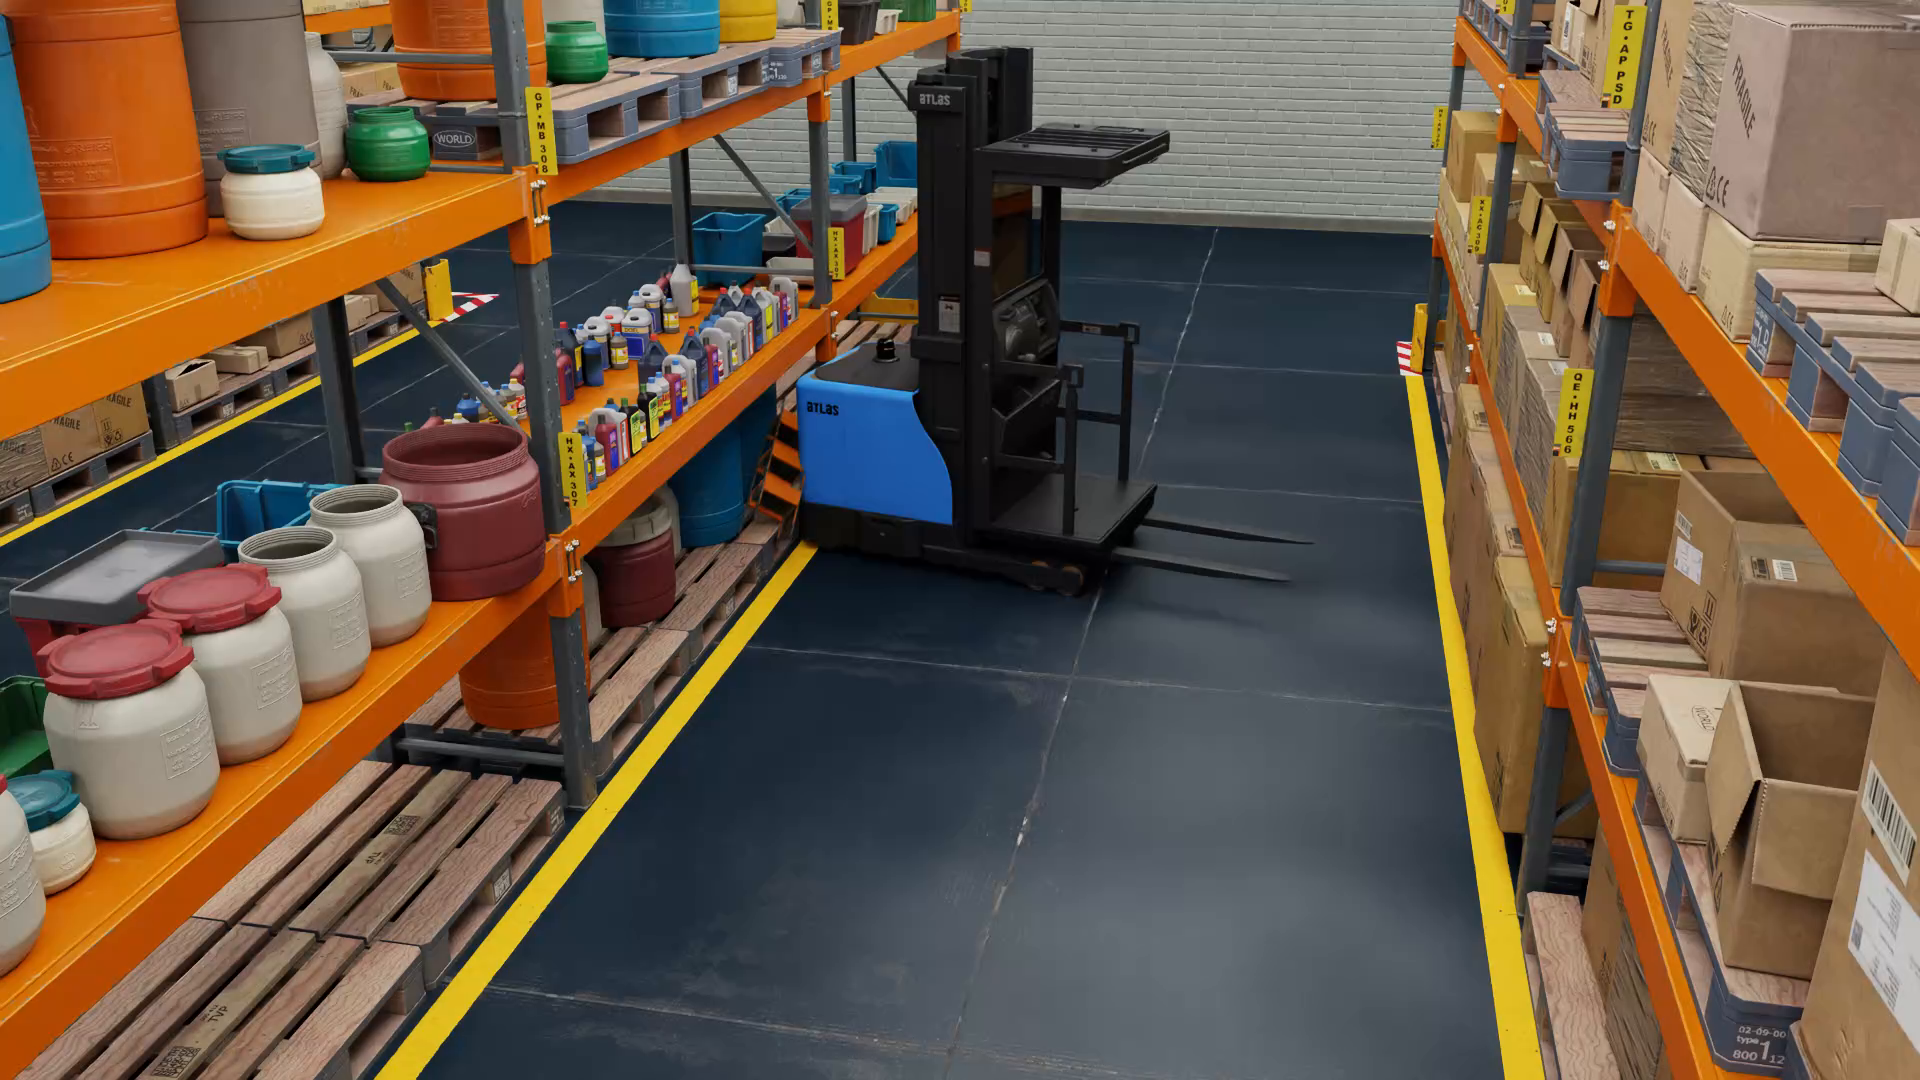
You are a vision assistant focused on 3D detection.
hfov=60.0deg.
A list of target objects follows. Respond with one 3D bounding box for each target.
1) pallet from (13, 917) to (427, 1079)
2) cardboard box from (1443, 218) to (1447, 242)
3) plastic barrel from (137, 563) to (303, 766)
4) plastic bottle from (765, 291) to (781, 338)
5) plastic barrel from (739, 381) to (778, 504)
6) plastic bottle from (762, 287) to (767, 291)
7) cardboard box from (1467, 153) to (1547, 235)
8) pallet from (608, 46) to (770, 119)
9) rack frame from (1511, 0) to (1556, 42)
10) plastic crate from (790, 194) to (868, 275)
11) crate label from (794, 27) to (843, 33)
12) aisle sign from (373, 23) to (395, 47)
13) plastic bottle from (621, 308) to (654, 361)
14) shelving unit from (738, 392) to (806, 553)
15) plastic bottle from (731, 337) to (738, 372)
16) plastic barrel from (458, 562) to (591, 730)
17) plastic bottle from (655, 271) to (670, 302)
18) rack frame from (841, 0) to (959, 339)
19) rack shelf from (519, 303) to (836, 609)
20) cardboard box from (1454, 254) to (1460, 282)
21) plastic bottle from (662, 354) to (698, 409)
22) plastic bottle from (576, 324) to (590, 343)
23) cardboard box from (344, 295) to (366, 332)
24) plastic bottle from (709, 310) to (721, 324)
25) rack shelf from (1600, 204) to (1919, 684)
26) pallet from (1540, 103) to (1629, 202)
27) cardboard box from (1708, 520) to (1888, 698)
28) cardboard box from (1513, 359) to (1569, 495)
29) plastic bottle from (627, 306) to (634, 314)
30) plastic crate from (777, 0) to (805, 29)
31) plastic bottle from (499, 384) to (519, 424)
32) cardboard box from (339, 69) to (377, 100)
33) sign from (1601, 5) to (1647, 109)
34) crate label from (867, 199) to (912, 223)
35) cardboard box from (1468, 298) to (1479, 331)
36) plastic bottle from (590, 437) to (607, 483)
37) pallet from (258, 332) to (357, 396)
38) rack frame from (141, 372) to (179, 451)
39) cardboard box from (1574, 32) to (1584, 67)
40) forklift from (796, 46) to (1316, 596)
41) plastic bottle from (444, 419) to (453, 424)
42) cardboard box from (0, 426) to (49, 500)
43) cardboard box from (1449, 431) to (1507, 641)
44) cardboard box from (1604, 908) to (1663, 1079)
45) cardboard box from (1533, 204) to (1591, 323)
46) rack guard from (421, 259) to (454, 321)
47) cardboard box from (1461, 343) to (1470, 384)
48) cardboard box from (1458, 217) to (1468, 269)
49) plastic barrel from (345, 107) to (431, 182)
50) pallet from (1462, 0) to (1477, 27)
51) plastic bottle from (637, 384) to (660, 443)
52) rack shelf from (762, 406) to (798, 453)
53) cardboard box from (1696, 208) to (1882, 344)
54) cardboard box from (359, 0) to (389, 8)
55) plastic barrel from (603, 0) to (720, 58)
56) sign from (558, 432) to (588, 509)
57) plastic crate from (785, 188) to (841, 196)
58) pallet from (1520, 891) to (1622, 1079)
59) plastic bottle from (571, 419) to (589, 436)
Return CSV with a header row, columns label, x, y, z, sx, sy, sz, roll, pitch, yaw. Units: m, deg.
label,x,y,z,sx,sy,sz,roll,pitch,yaw
pallet,-2.576,1.771,5.674,1.003,0.211,1.213,4,22,11
cardboard box,3.801,-2.292,12.365,0.380,0.149,0.250,4,22,10
plastic barrel,-2.298,0.392,5.182,0.433,0.535,0.433,0,22,0
plastic bottle,-1.152,-1.351,9.858,0.152,0.276,0.135,4,22,11
plastic barrel,-1.441,-0.734,10.408,0.600,0.901,0.708,4,22,11
plastic bottle,-1.203,-1.452,10.210,0.097,0.201,0.097,0,22,0
cardboard box,3.474,-2.121,10.403,0.500,0.500,0.500,5,22,11
pallet,-1.606,-2.305,8.300,1.003,0.211,1.213,4,22,11
rack frame,3.536,-4.116,8.527,1.000,3.000,0.127,4,22,11
plastic crate,-0.885,-2.075,11.326,0.402,0.464,0.583,4,22,11
crate label,-0.930,-3.137,10.464,0.293,0.136,0.466,4,22,11
aisle sign,-5.031,-4.760,14.677,0.394,0.787,0.004,4,22,11
plastic bottle,-1.821,-1.163,9.391,0.152,0.276,0.135,4,22,11
shelving unit,-1.084,-0.420,10.062,0.252,0.215,1.050,28,45,-22
plastic bottle,-1.279,-1.038,9.181,0.097,0.201,0.097,0,22,0
plastic barrel,-2.046,0.384,7.728,0.600,0.830,0.708,4,22,11
plastic bottle,-1.833,-1.506,10.234,0.061,0.283,0.133,4,22,11
rack frame,-0.497,-3.173,14.218,1.000,3.000,0.127,4,22,11
rack shelf,-1.721,-0.645,8.904,1.077,0.370,4.000,4,22,11
cardboard box,3.539,-1.823,11.201,0.380,0.149,0.250,4,22,10
plastic bottle,-1.442,-0.831,8.568,0.152,0.276,0.135,4,22,11
plastic bottle,-2.067,-1.047,9.110,0.097,0.271,0.097,0,22,0
cardboard box,-5.438,-1.918,14.193,0.500,0.250,0.500,4,22,11
plastic bottle,-1.380,-1.167,9.408,0.097,0.271,0.097,0,22,0
rack shelf,2.311,-0.196,3.774,1.077,0.370,4.000,4,22,11
pallet,2.799,-1.413,6.085,1.213,0.211,1.003,6,23,13
cardboard box,2.632,0.301,4.895,0.700,0.500,0.500,8,23,19
cardboard box,2.788,-0.488,7.416,0.500,0.500,0.500,4,22,9
plastic bottle,-1.925,-1.268,9.754,0.097,0.201,0.097,0,22,0
plastic crate,-1.251,-3.723,11.725,0.437,0.282,0.530,4,22,11
plastic bottle,-2.257,-0.675,8.280,0.097,0.201,0.097,0,22,0
cardboard box,-5.269,-3.694,14.038,0.500,0.500,0.500,5,22,12
sign,2.178,-1.583,5.456,0.100,0.325,0.005,4,22,11
crate label,-0.592,-2.558,12.963,0.396,0.136,0.243,4,22,11
cardboard box,3.277,-1.353,10.034,0.380,0.149,0.250,5,22,11
plastic bottle,-1.654,-0.365,7.511,0.097,0.201,0.097,0,22,0
pallet,-5.774,-1.494,13.782,1.003,0.211,1.213,4,22,11
rack frame,-6.161,-2.089,11.527,1.000,3.000,0.127,4,22,11
cardboard box,3.085,-2.269,7.732,0.380,0.149,0.250,4,22,9
forklift,0.571,-1.266,9.574,3.031,2.935,1.130,9,24,22
plastic bottle,-2.376,-0.461,7.749,0.097,0.201,0.097,0,22,0
cardboard box,-6.193,-0.568,10.506,0.500,0.500,0.500,5,22,12
cardboard box,3.243,0.020,8.570,1.225,0.875,0.875,4,22,9
cardboard box,2.502,1.536,5.282,0.700,0.500,0.500,3,22,6
cardboard box,3.262,-1.360,8.239,0.797,0.503,0.637,5,22,12
rack guard,-5.361,-2.365,15.557,1.175,0.500,0.348,4,22,11
cardboard box,3.932,-1.107,11.368,0.875,0.875,0.875,4,22,11
cardboard box,3.576,-1.959,11.005,0.500,0.250,0.500,5,22,12
plastic barrel,-2.130,-1.473,6.188,0.294,0.245,0.294,0,22,0
pallet,4.211,-3.874,12.061,1.003,0.211,1.213,4,22,11
plastic bottle,-1.511,-0.626,8.050,0.061,0.283,0.133,4,22,11
rack shelf,-1.055,-0.625,10.241,0.240,0.215,0.259,28,45,-22
cardboard box,2.174,-0.663,4.170,0.500,0.250,0.500,5,22,12
cardboard box,-5.192,-4.666,14.110,0.500,0.250,0.500,4,22,11
plastic barrel,-1.512,-2.893,8.274,0.600,0.901,0.708,4,22,11
sign,-1.589,-0.284,6.825,0.100,0.325,0.005,4,22,11
plastic crate,-1.138,-2.577,12.880,0.416,0.233,0.300,4,22,11
pallet,2.559,1.709,5.827,1.003,0.211,1.213,4,22,11
plastic bottle,-1.756,-0.461,7.749,0.097,0.201,0.097,0,22,0
